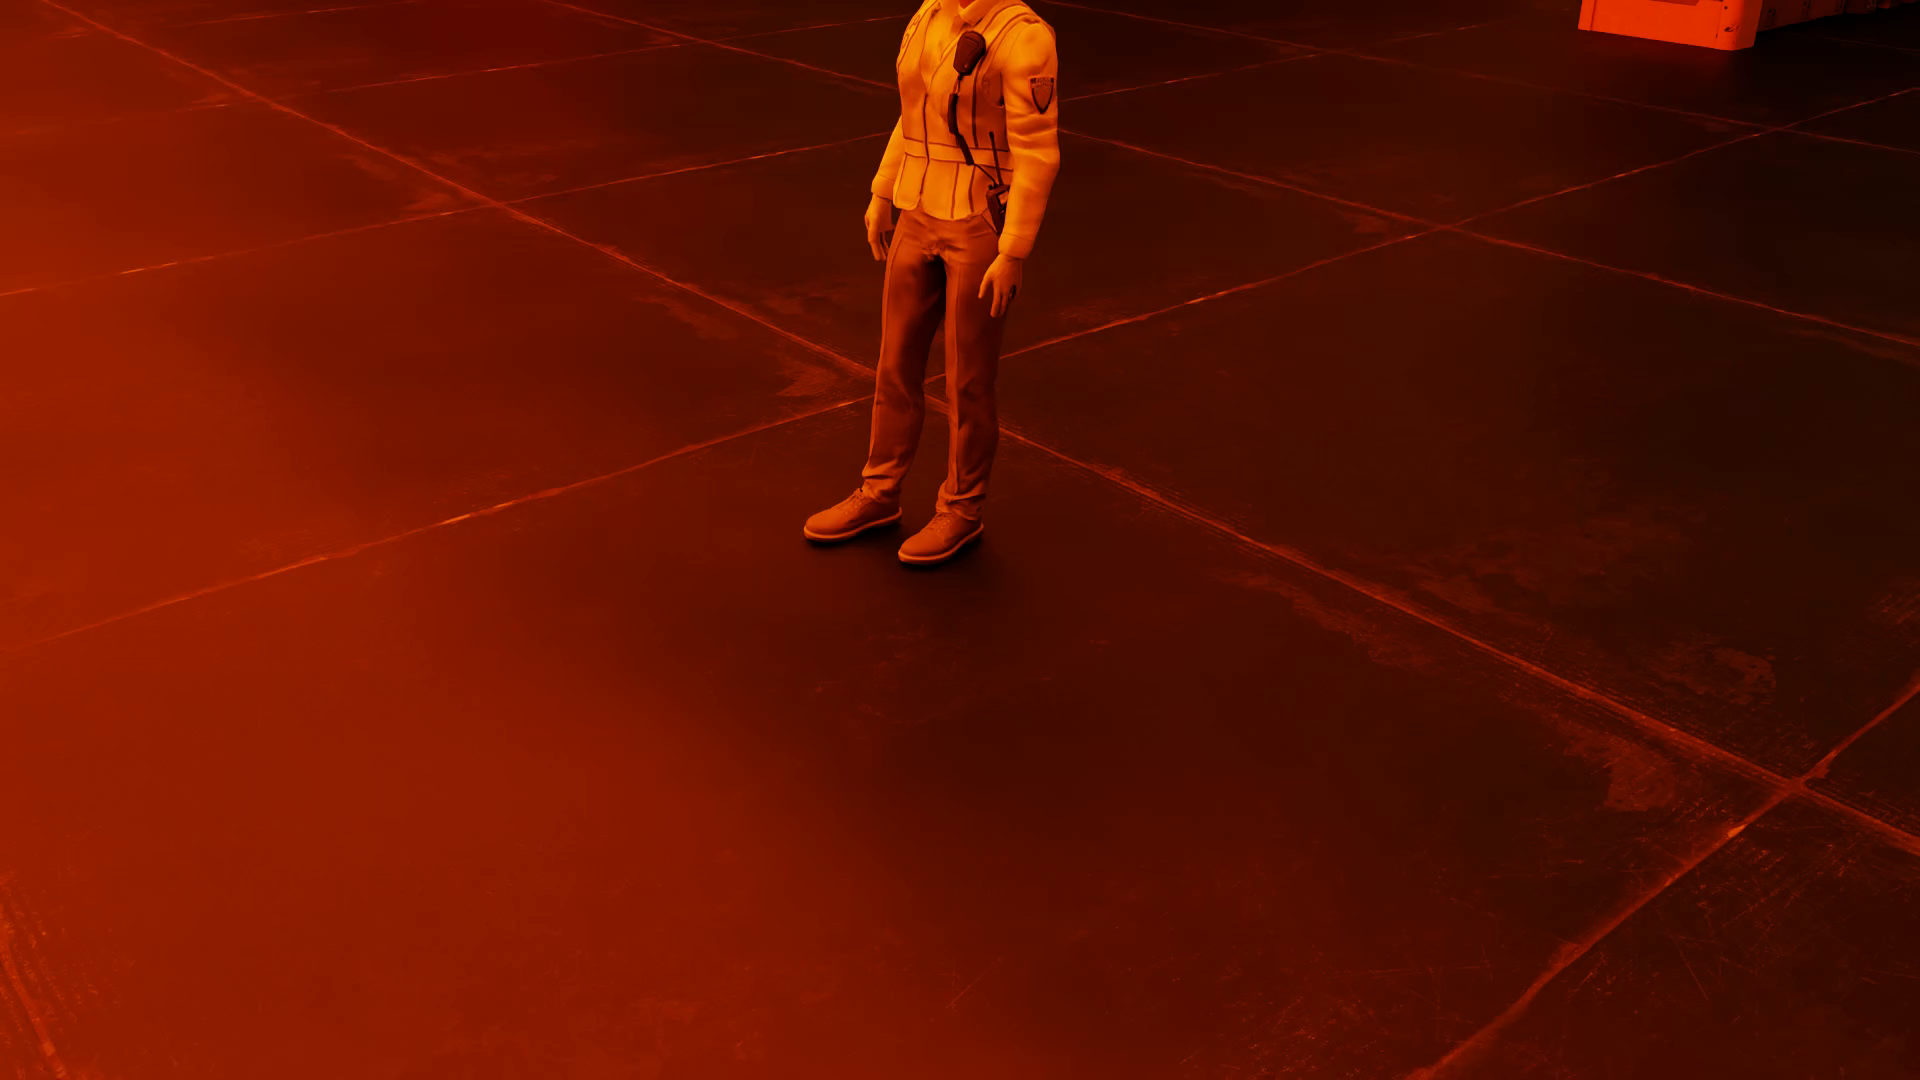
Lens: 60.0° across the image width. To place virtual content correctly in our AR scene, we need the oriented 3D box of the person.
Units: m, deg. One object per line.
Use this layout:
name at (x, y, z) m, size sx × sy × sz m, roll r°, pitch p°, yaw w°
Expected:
person at (-0.057, -0.748, 4.086) m, size 0.531 × 1.695 × 0.587 m, roll -20°, pitch 33°, yaw -35°
